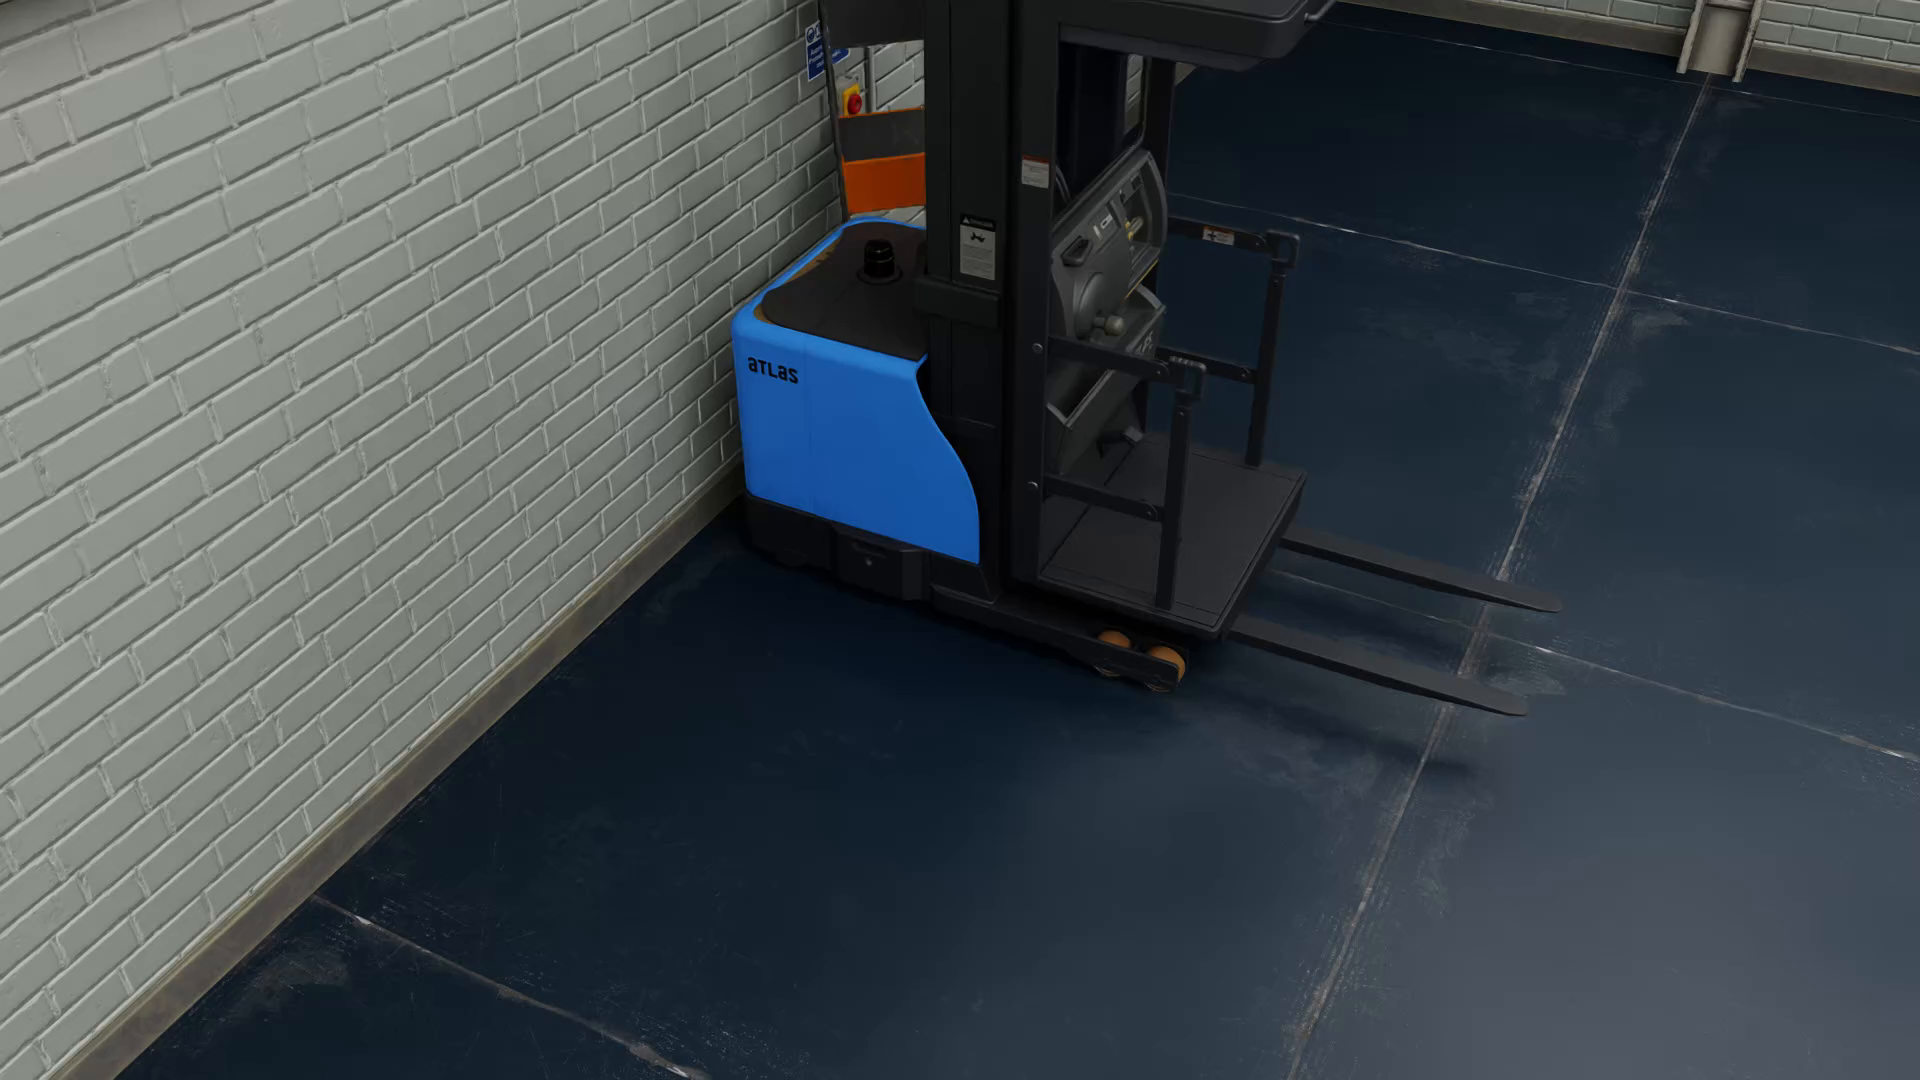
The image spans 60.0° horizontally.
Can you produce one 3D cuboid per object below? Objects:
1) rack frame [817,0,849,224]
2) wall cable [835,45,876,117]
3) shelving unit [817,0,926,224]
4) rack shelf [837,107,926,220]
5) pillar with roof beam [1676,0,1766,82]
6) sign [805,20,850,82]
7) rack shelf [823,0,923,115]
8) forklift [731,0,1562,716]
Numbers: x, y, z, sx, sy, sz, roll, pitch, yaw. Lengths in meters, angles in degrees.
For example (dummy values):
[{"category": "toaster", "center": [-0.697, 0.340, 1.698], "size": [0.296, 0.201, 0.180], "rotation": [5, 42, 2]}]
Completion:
[{"category": "rack frame", "center": [-0.483, -1.447, 6.817], "size": [0.015, 2.100, 0.400], "rotation": [-8, 42, -4]}, {"category": "wall cable", "center": [-0.453, -2.317, 6.455], "size": [0.123, 1.953, 0.585], "rotation": [17, 41, 21]}, {"category": "shelving unit", "center": [-0.241, -1.480, 6.833], "size": [0.503, 2.100, 0.431], "rotation": [-8, 42, -4]}, {"category": "rack shelf", "center": [-0.241, -1.470, 6.842], "size": [0.480, 0.518, 0.431], "rotation": [-8, 42, -4]}, {"category": "pillar with roof beam", "center": [2.884, -4.322, 5.001], "size": [0.400, 9.000, 9.100], "rotation": [17, 41, 21]}, {"category": "sign", "center": [-0.530, -1.998, 6.678], "size": [0.001, 0.218, 0.327], "rotation": [17, 41, 21]}, {"category": "rack shelf", "center": [-0.281, -1.992, 6.377], "size": [0.480, 0.518, 0.431], "rotation": [-8, 42, -4]}, {"category": "forklift", "center": [0.699, -0.985, 5.624], "size": [3.031, 2.935, 1.130], "rotation": [17, 40, 21]}]
